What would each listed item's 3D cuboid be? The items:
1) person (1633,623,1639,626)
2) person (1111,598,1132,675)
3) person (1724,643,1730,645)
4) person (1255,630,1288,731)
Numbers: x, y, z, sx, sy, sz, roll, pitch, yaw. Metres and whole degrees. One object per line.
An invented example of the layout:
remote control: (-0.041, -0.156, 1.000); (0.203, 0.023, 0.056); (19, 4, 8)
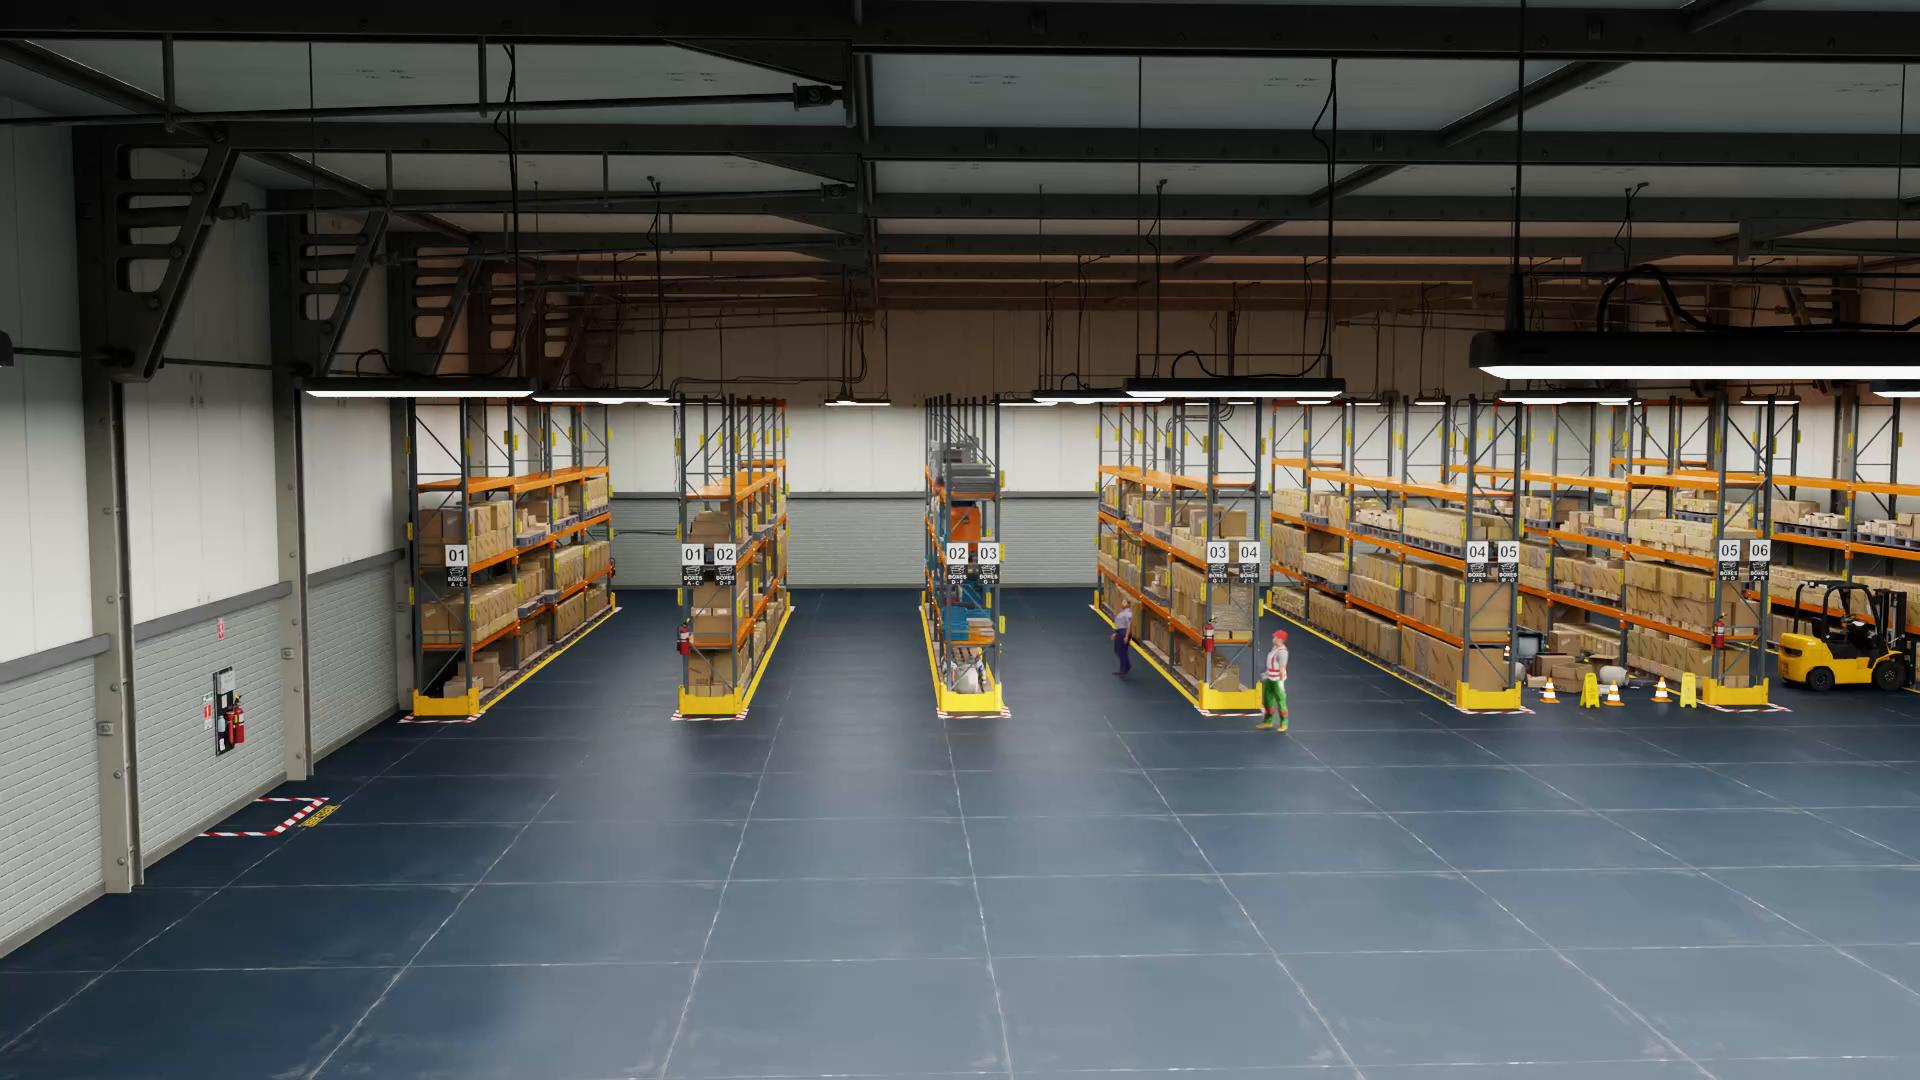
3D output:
person: (16.508, 1.725, 40.587); (0.397, 1.600, 0.451); (2, 5, 19)
person: (3.470, 2.073, 35.739); (0.433, 1.636, 0.550); (0, 5, 1)
person: (16.621, 1.975, 36.283); (0.487, 1.782, 0.643); (3, 5, 31)
person: (5.560, 2.483, 29.545); (0.430, 1.799, 0.745); (-2, 5, -20)
